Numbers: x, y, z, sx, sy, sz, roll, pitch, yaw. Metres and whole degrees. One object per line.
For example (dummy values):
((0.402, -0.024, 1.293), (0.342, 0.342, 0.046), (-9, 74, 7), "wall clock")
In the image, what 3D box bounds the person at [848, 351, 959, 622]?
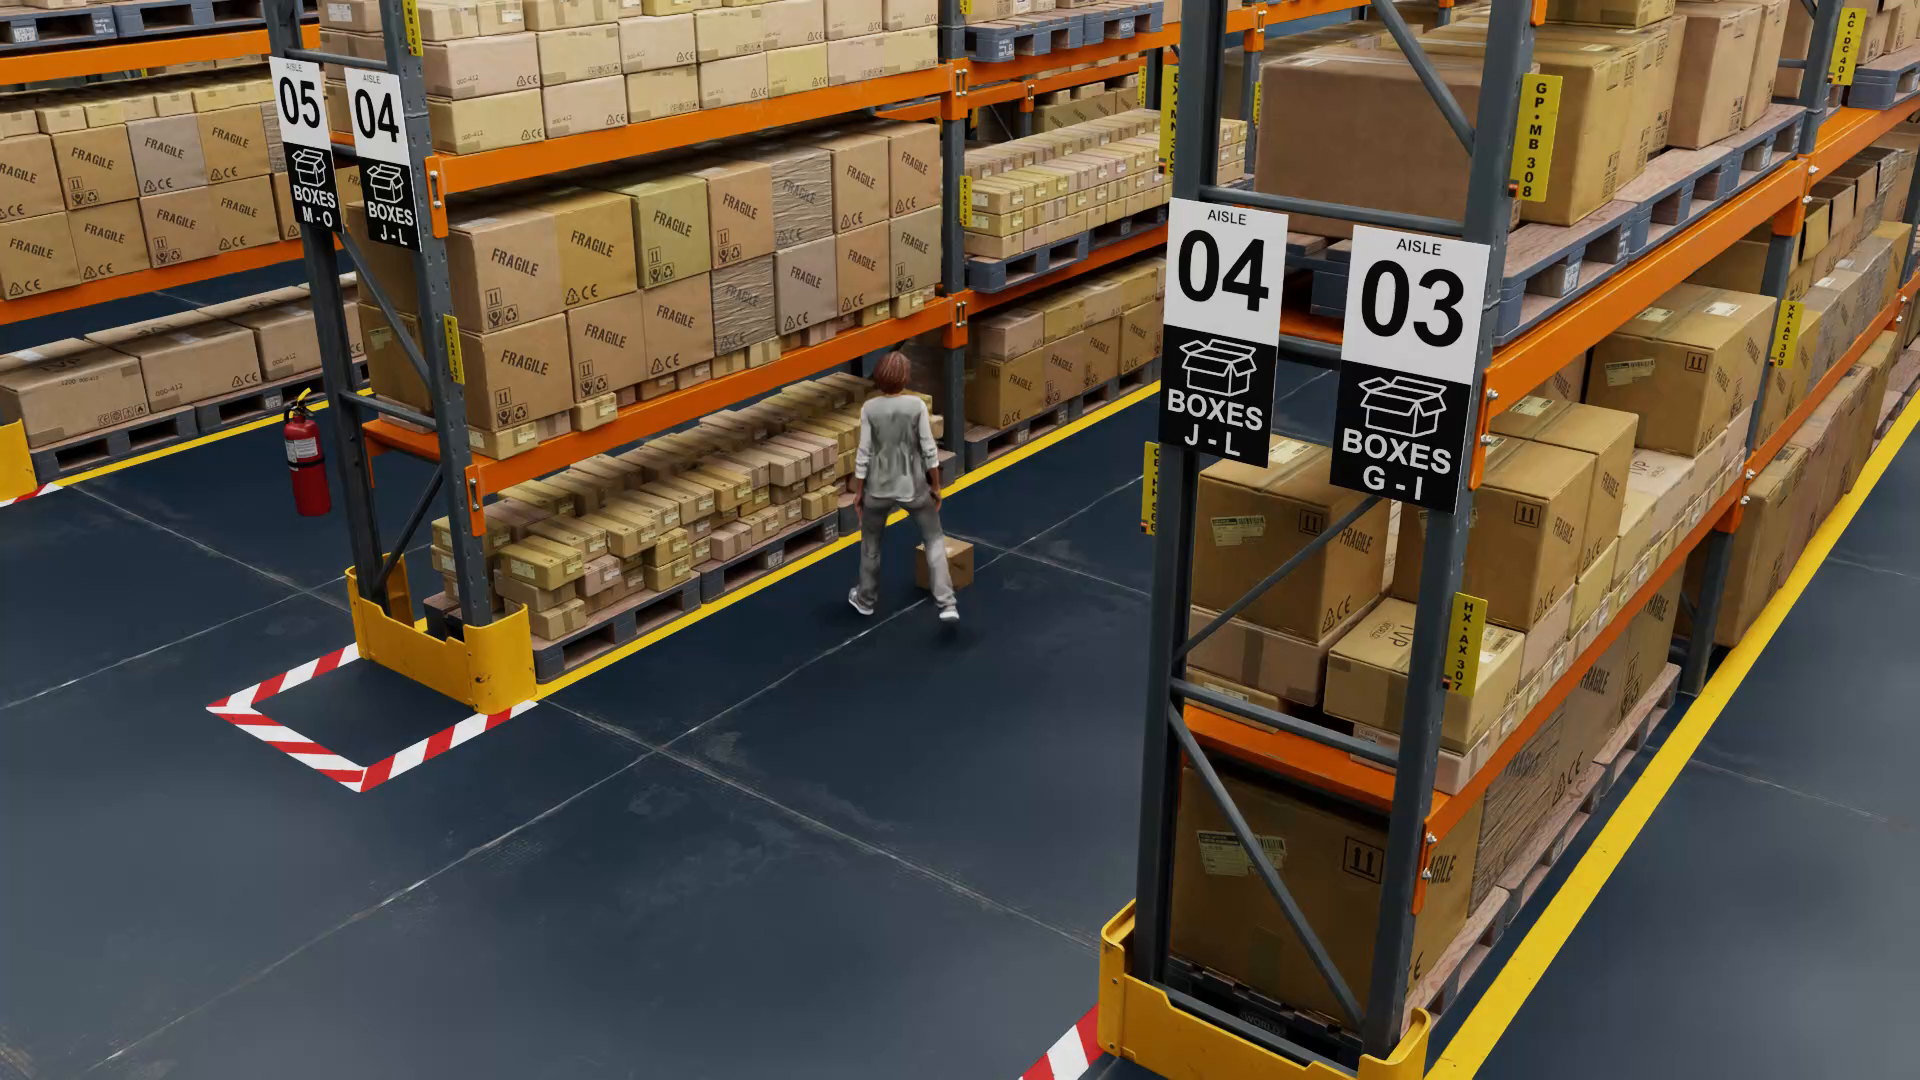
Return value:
((-0.325, -0.261, 9.213), (0.625, 1.562, 0.629), (-1, 24, -3), "person")
